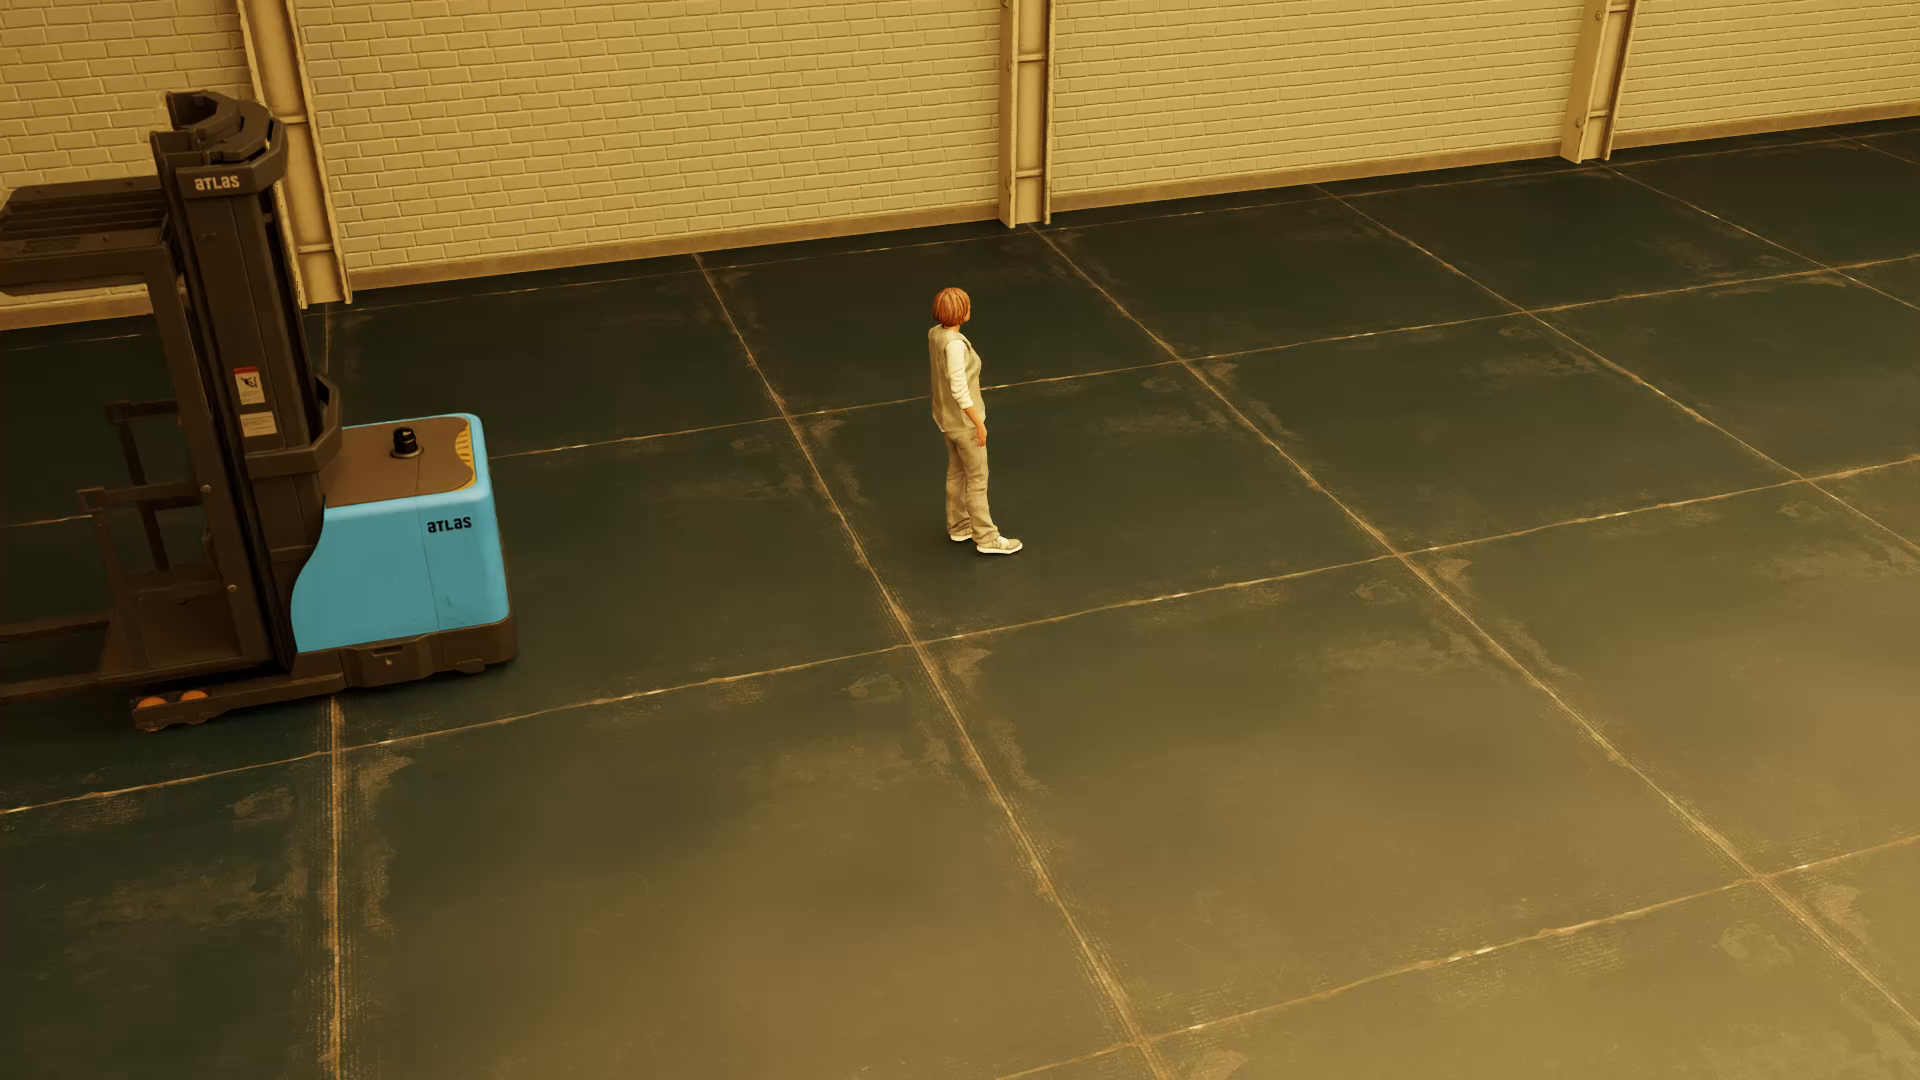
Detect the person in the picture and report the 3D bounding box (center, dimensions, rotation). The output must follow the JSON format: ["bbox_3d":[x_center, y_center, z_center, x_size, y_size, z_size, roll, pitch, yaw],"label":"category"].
[{"bbox_3d":[0.075,-0.704,9.633,0.473,1.599,0.520,-10,31,-16],"label":"person"}]

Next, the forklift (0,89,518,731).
[{"bbox_3d":[-3.929,-0.605,8.139,3.031,2.935,1.130,-9,31,-15],"label":"forklift"}]
